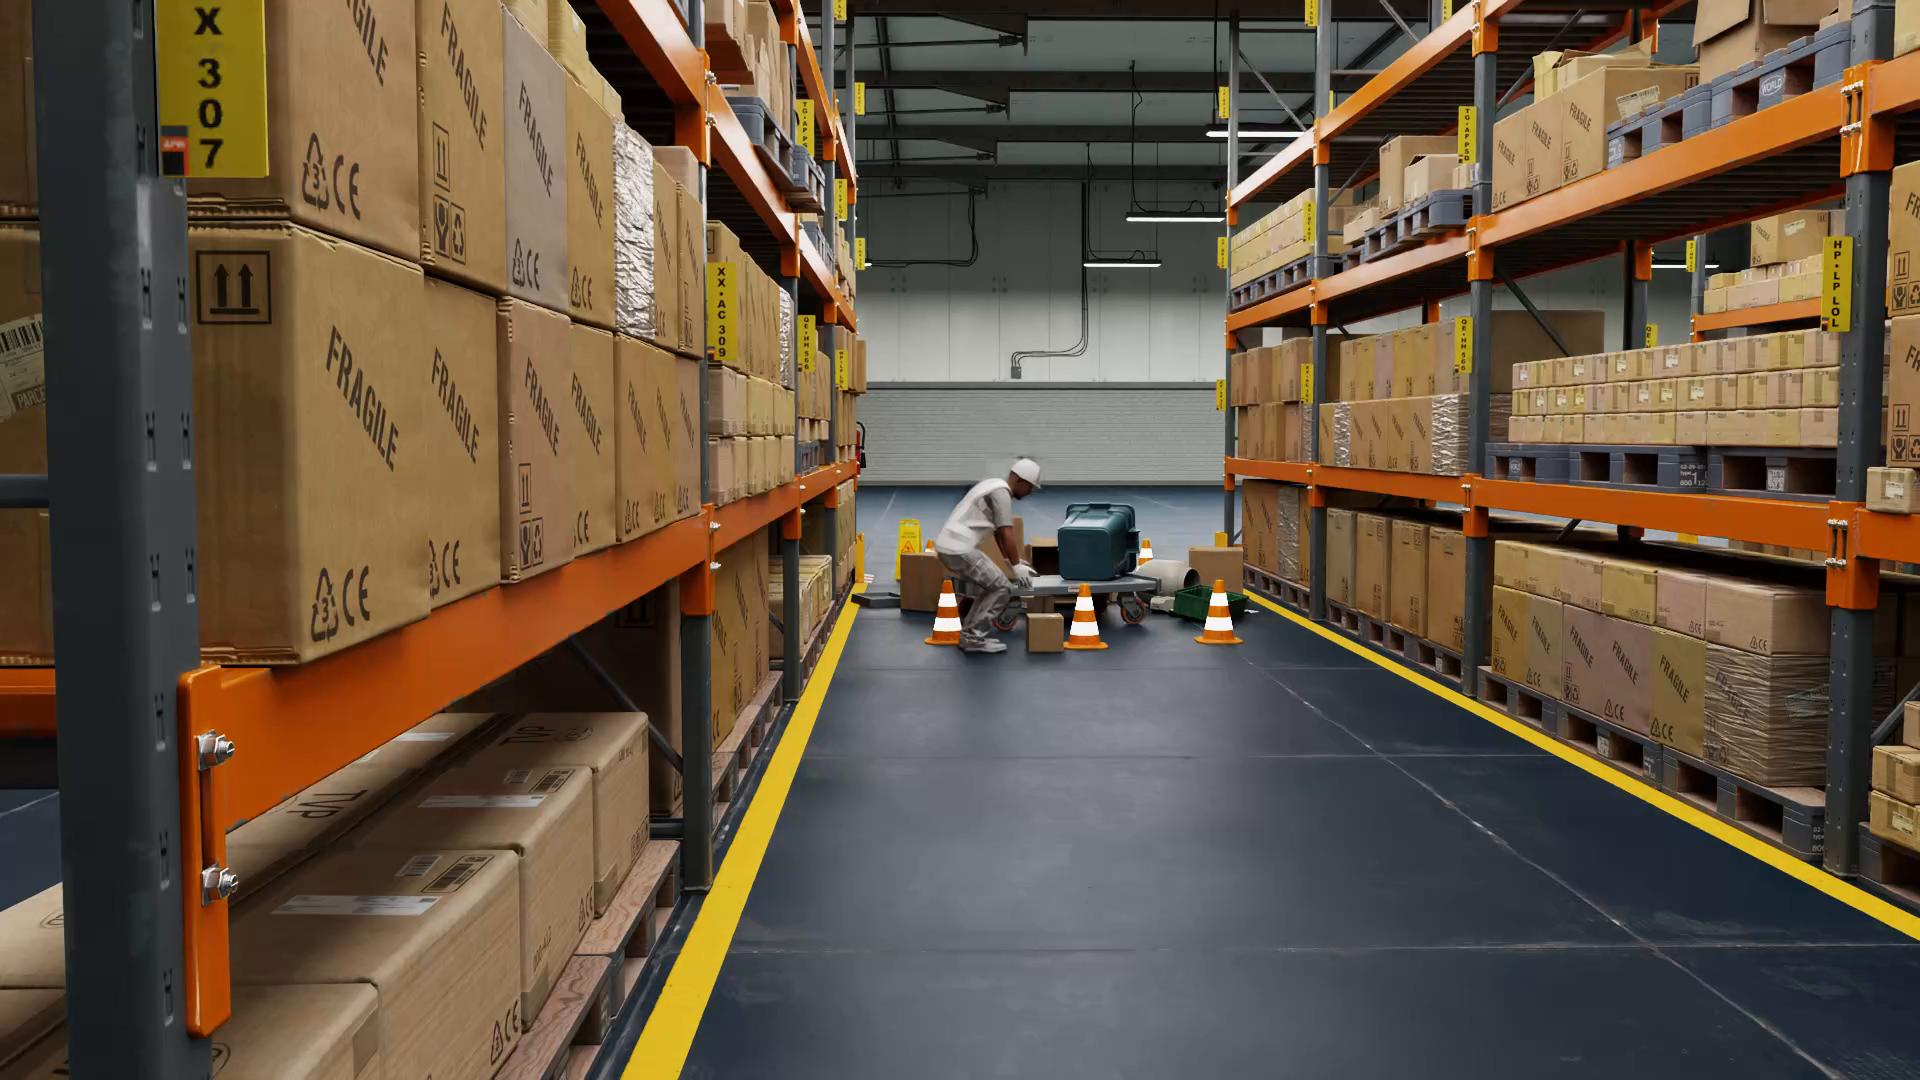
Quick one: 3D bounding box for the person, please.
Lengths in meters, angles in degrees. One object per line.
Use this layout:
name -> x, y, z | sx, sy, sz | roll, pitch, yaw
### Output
person -> 0.198, 0.106, 12.028 | 0.789, 1.380, 0.613 | 0, 4, -3
